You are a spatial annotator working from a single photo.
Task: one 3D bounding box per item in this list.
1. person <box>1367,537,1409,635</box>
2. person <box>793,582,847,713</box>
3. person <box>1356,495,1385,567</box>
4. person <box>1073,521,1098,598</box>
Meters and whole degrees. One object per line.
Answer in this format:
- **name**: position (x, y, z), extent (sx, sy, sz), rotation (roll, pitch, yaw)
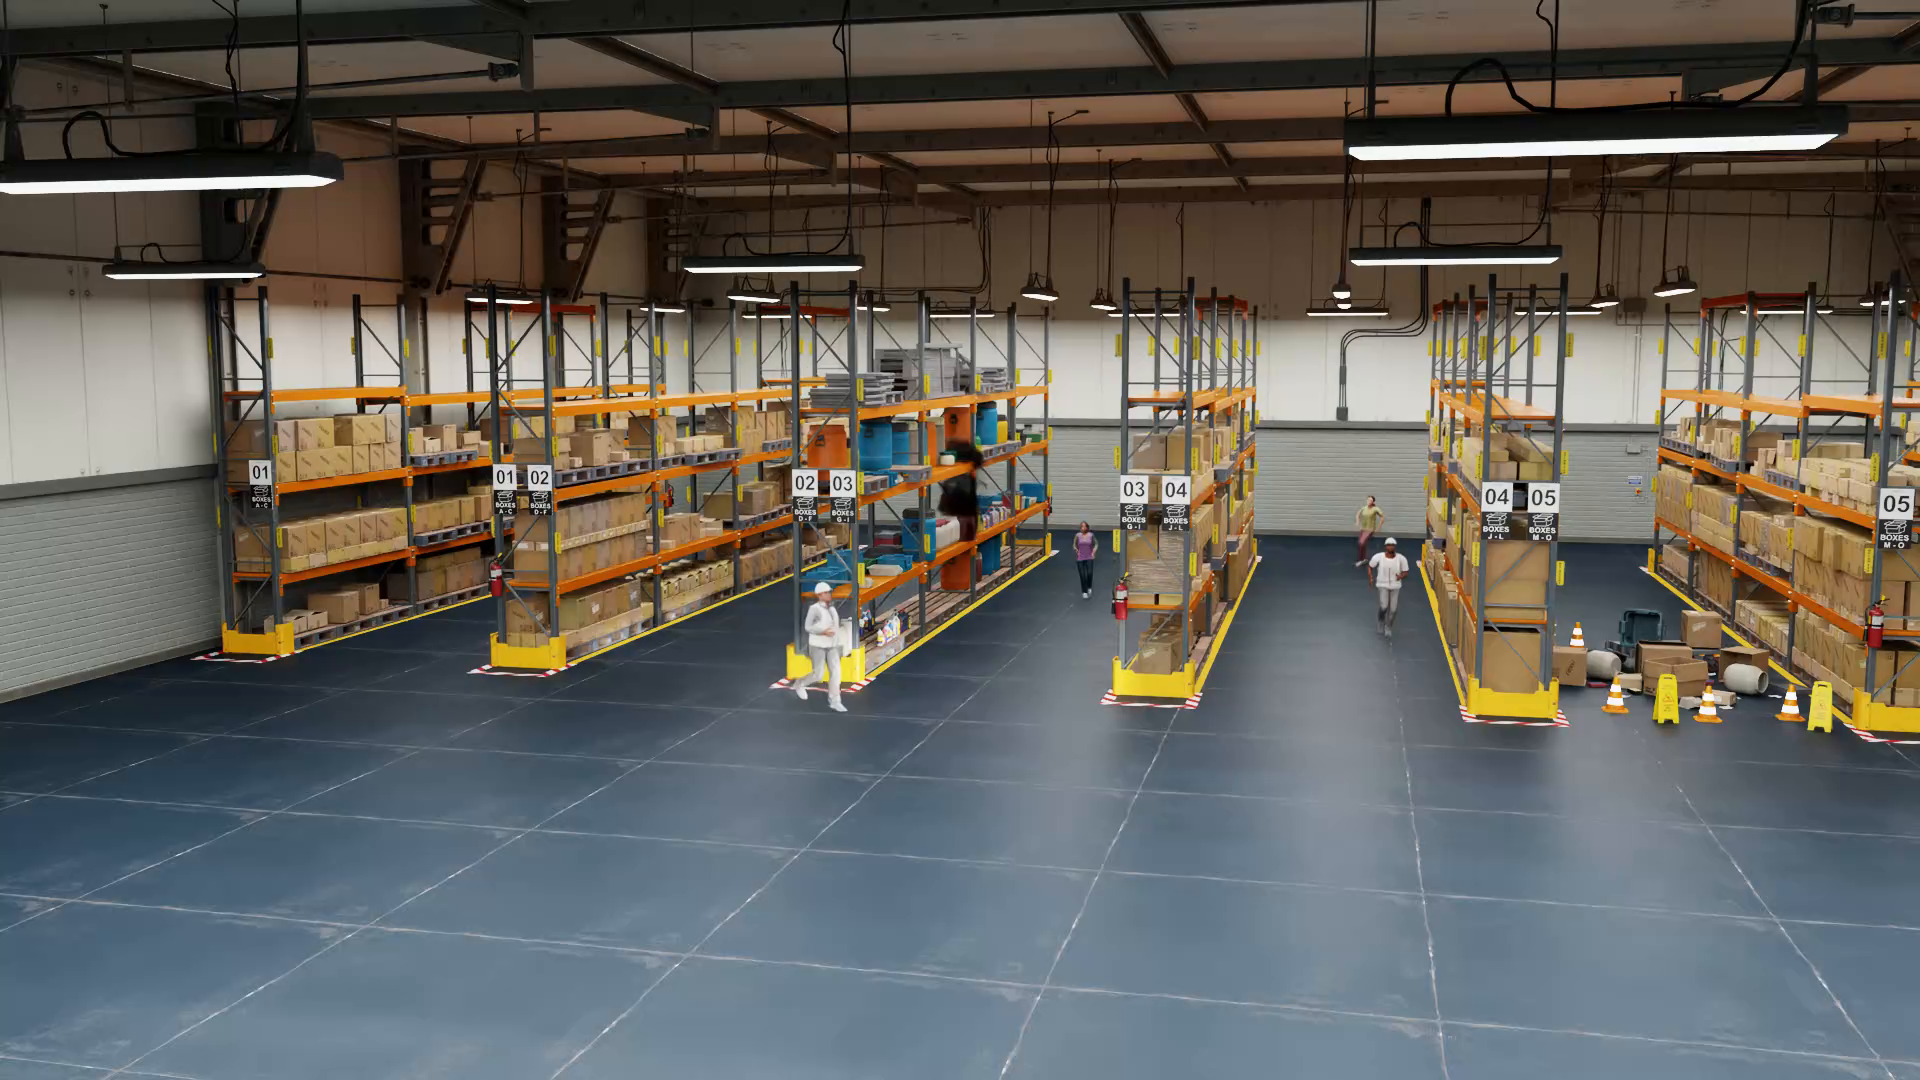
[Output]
- **person**: position (7.437, 0.819, 28.846), extent (0.683, 1.726, 0.634), rotation (1, 7, 7)
- **person**: position (-1.914, 1.477, 23.164), extent (0.927, 1.785, 0.668), rotation (5, 8, 39)
- **person**: position (9.395, -0.205, 38.314), extent (0.670, 1.661, 0.643), rotation (-6, 9, -44)
- **person**: position (2.494, 0.412, 33.240), extent (0.489, 1.536, 0.586), rotation (1, 7, 6)
